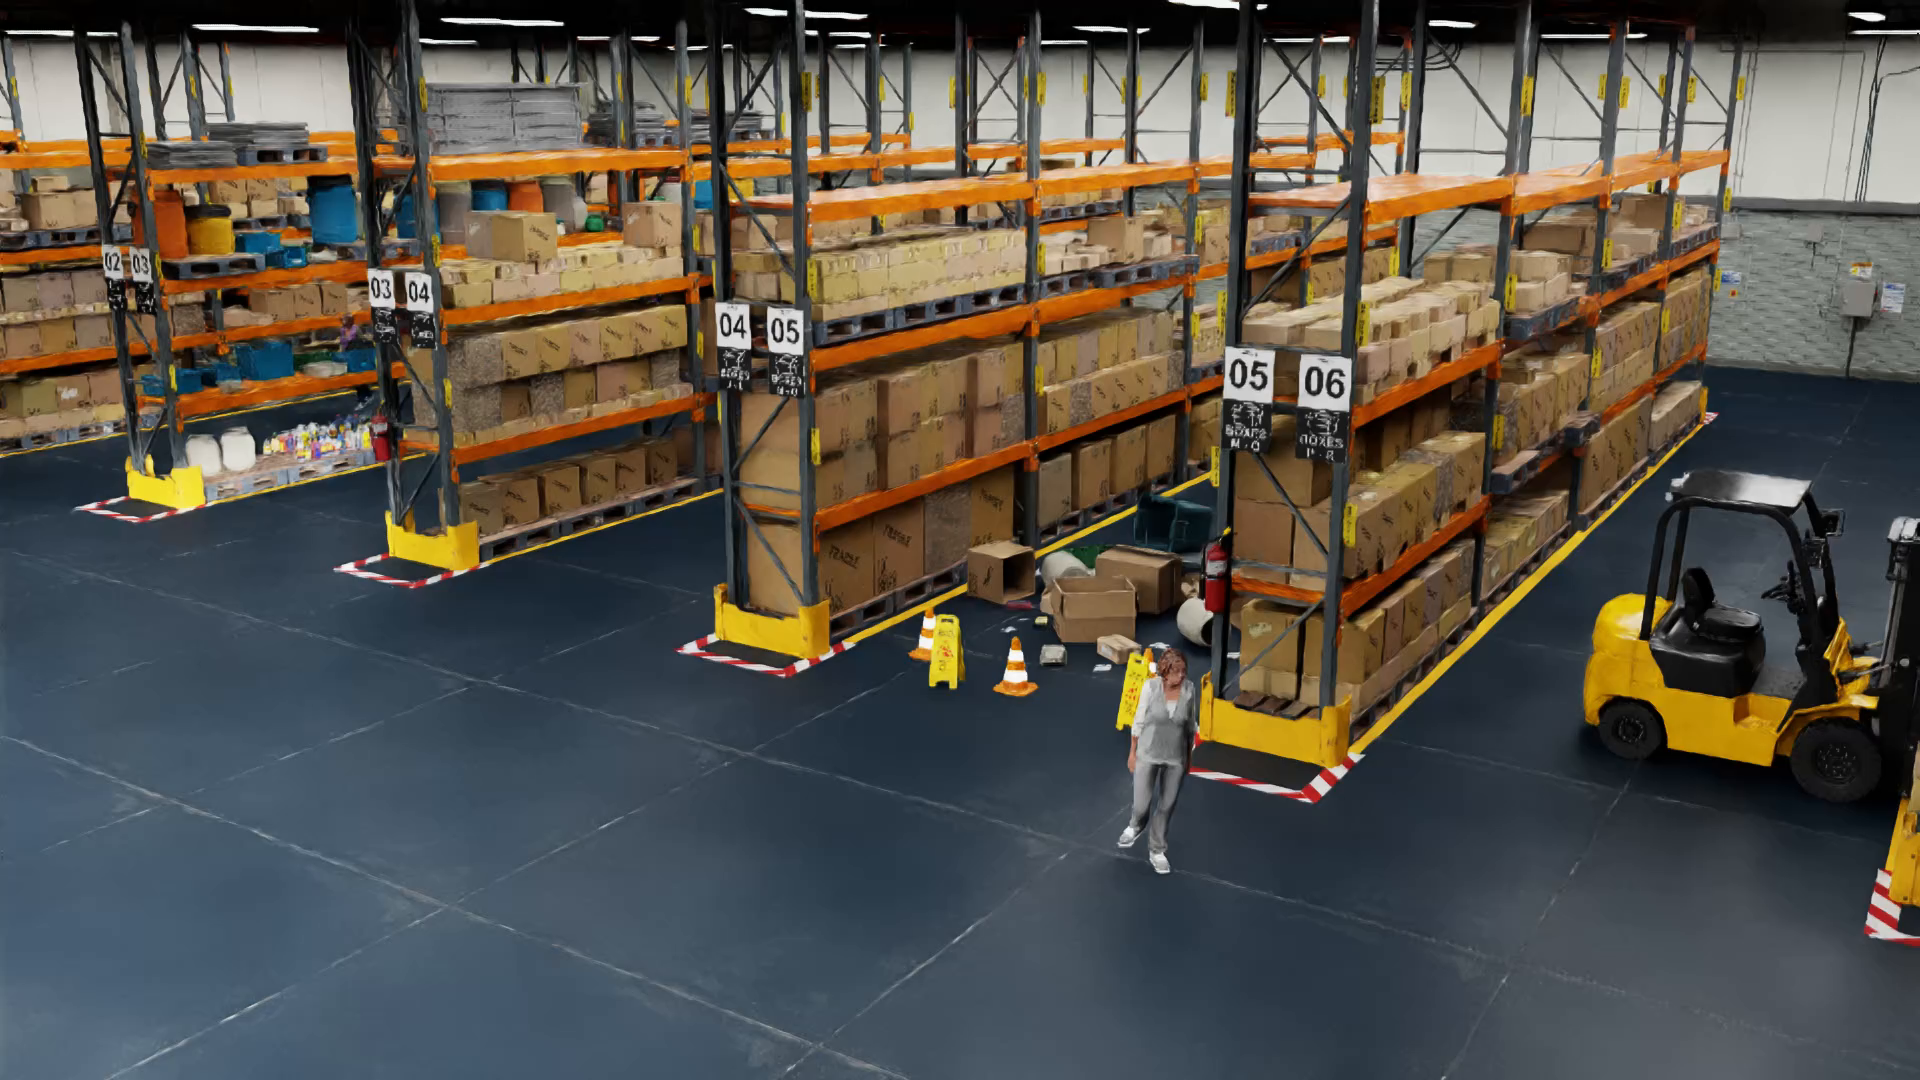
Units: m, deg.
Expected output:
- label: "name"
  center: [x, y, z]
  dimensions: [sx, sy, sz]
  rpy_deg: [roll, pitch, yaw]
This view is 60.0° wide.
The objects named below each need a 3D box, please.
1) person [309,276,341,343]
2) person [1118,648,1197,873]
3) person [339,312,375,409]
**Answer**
- label: "person"
  center: [-11.696, -4.018, 30.509]
  dimensions: [0.533, 1.658, 1.022]
  rpy_deg: [13, 20, 40]
- label: "person"
  center: [1.327, 1.434, 11.118]
  dimensions: [0.478, 1.590, 0.489]
  rpy_deg: [-1, 16, -5]
- label: "person"
  center: [-9.689, -2.927, 26.844]
  dimensions: [0.542, 1.563, 0.613]
  rpy_deg: [7, 17, 23]
